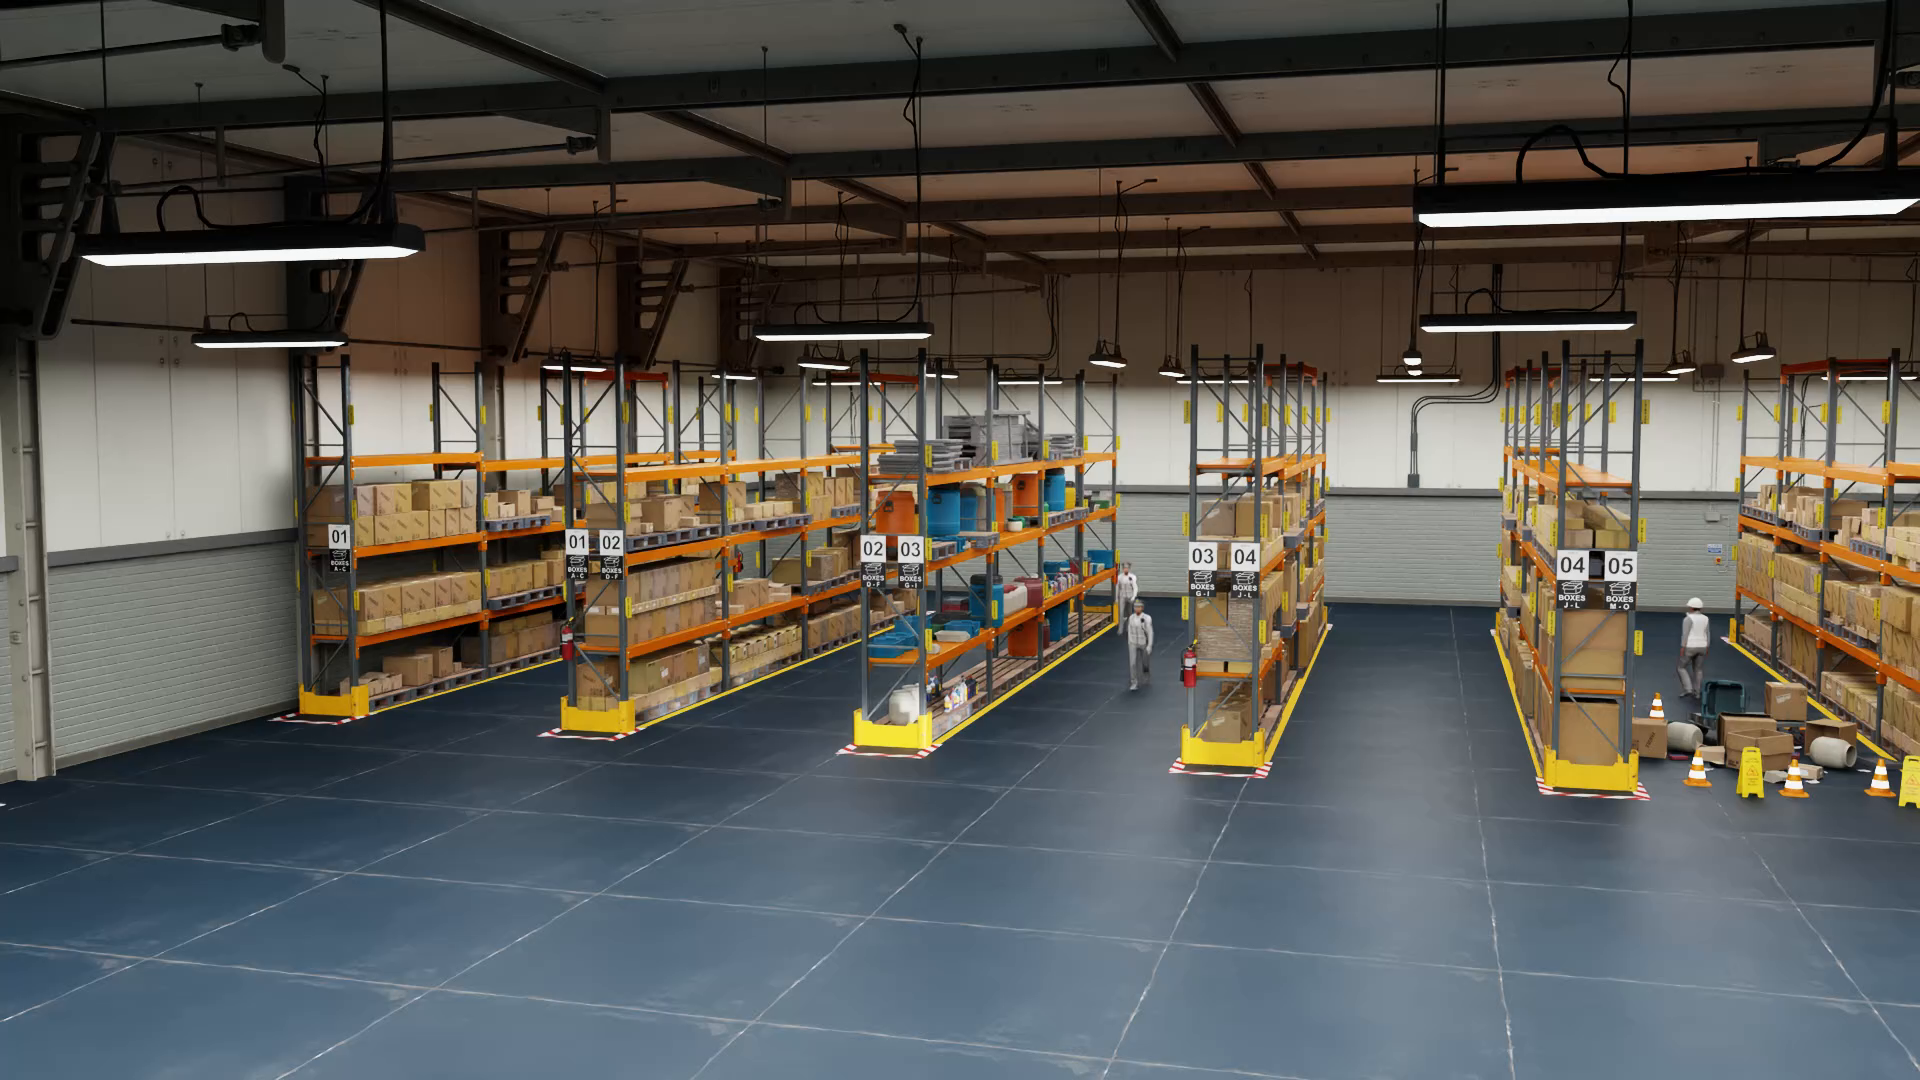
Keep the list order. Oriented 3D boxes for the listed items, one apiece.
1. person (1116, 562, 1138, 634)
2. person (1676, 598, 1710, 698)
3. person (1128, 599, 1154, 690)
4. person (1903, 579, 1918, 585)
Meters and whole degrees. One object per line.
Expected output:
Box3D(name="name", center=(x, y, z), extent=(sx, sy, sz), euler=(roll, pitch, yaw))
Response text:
Box3D(name="person", center=(3.805, 1.312, 37.986), extent=(0.507, 1.620, 1.022), euler=(0, 4, 6))
Box3D(name="person", center=(13.002, 1.924, 29.461), extent=(0.566, 1.805, 0.385), euler=(-1, 4, -12))
Box3D(name="person", center=(3.315, 1.885, 30.430), extent=(0.479, 1.642, 0.832), euler=(1, 4, 13))
Box3D(name="person", center=(19.778, 1.525, 34.687), extent=(0.597, 1.764, 0.844), euler=(-2, 5, -24))
